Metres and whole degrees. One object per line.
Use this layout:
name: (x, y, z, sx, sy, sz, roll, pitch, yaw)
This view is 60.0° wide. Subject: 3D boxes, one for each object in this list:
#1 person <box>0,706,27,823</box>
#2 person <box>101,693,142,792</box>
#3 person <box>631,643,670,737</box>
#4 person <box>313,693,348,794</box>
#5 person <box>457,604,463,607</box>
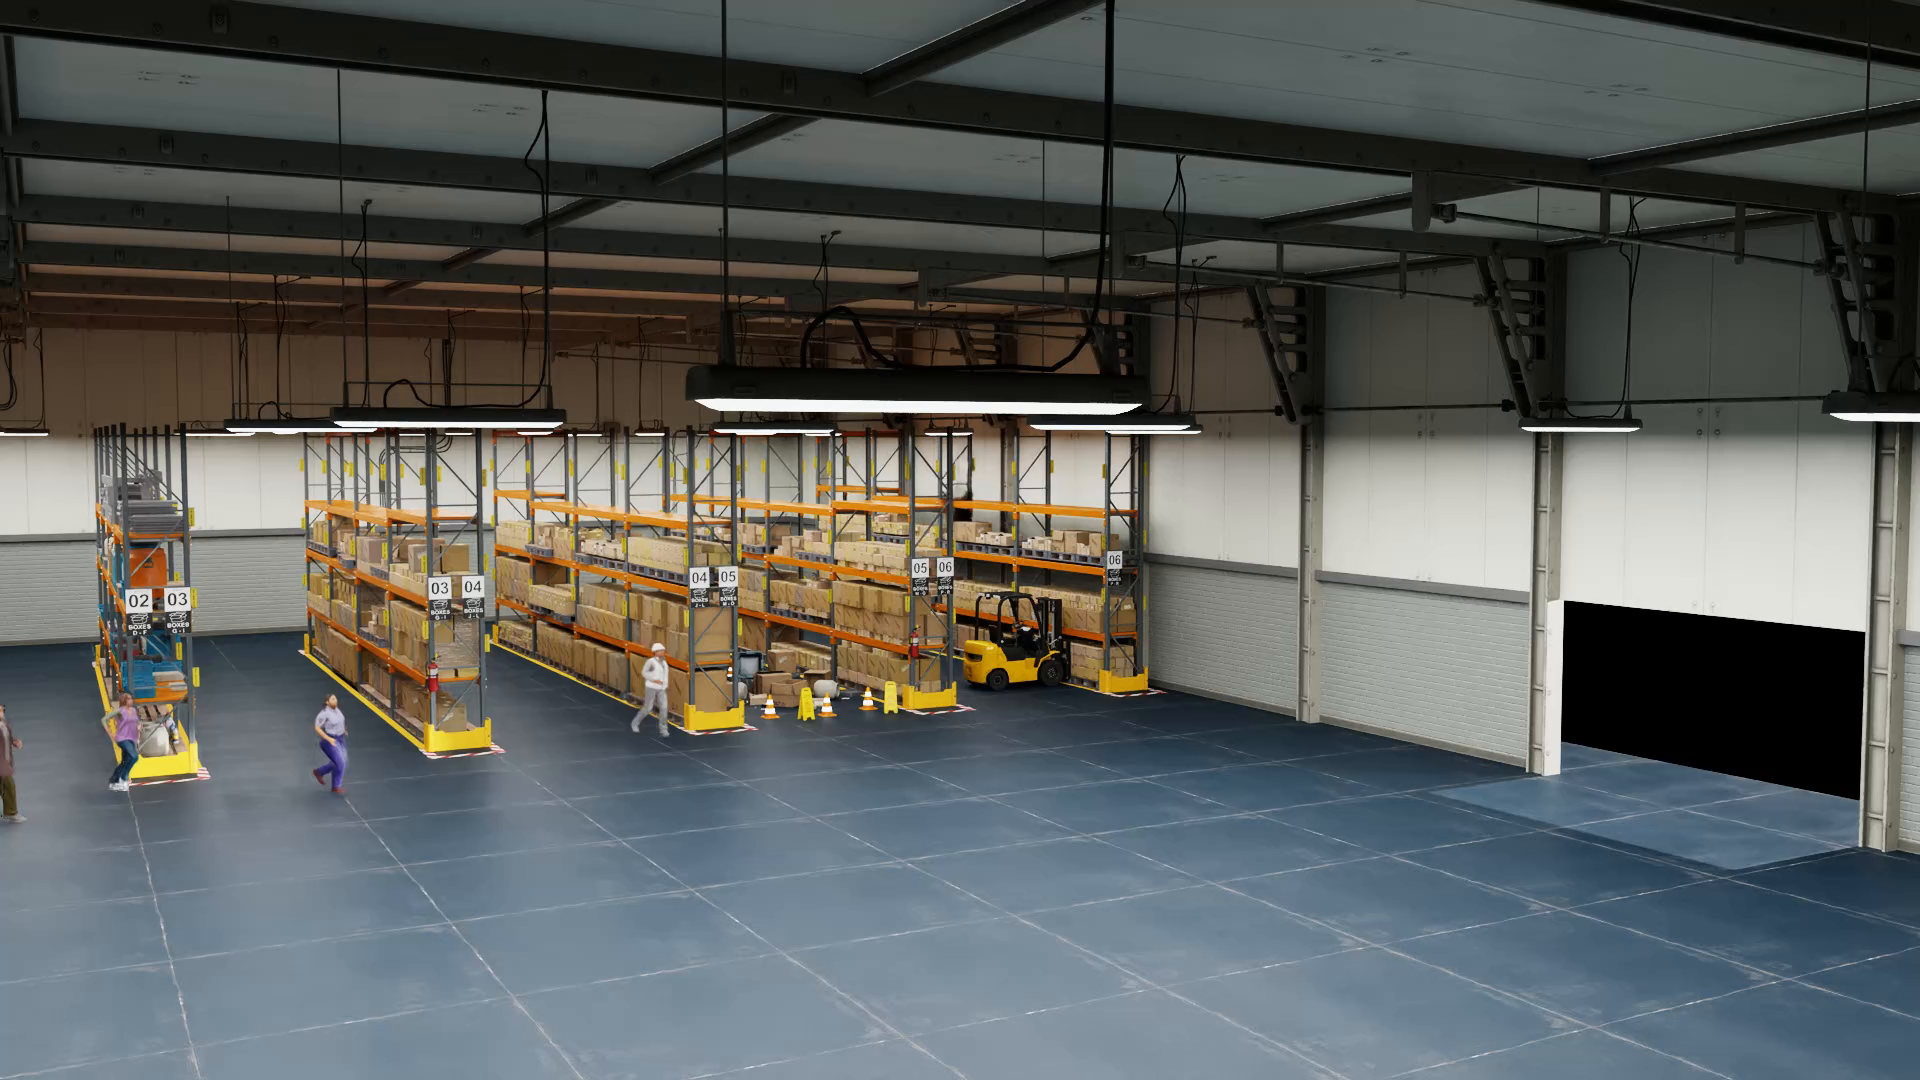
person: (-14.420, 3.334, 24.894, 0.916, 1.784, 0.672, 0, 3, 3)
person: (-13.601, 3.292, 27.130, 0.583, 1.572, 0.555, 0, 3, 8)
person: (-5.855, 2.885, 32.207, 0.938, 1.764, 0.729, 3, 4, 39)
person: (-10.227, 3.333, 26.980, 0.625, 1.552, 0.603, 1, 3, 9)
person: (-13.832, 2.145, 45.514, 0.667, 1.648, 0.559, -2, 4, -30)
